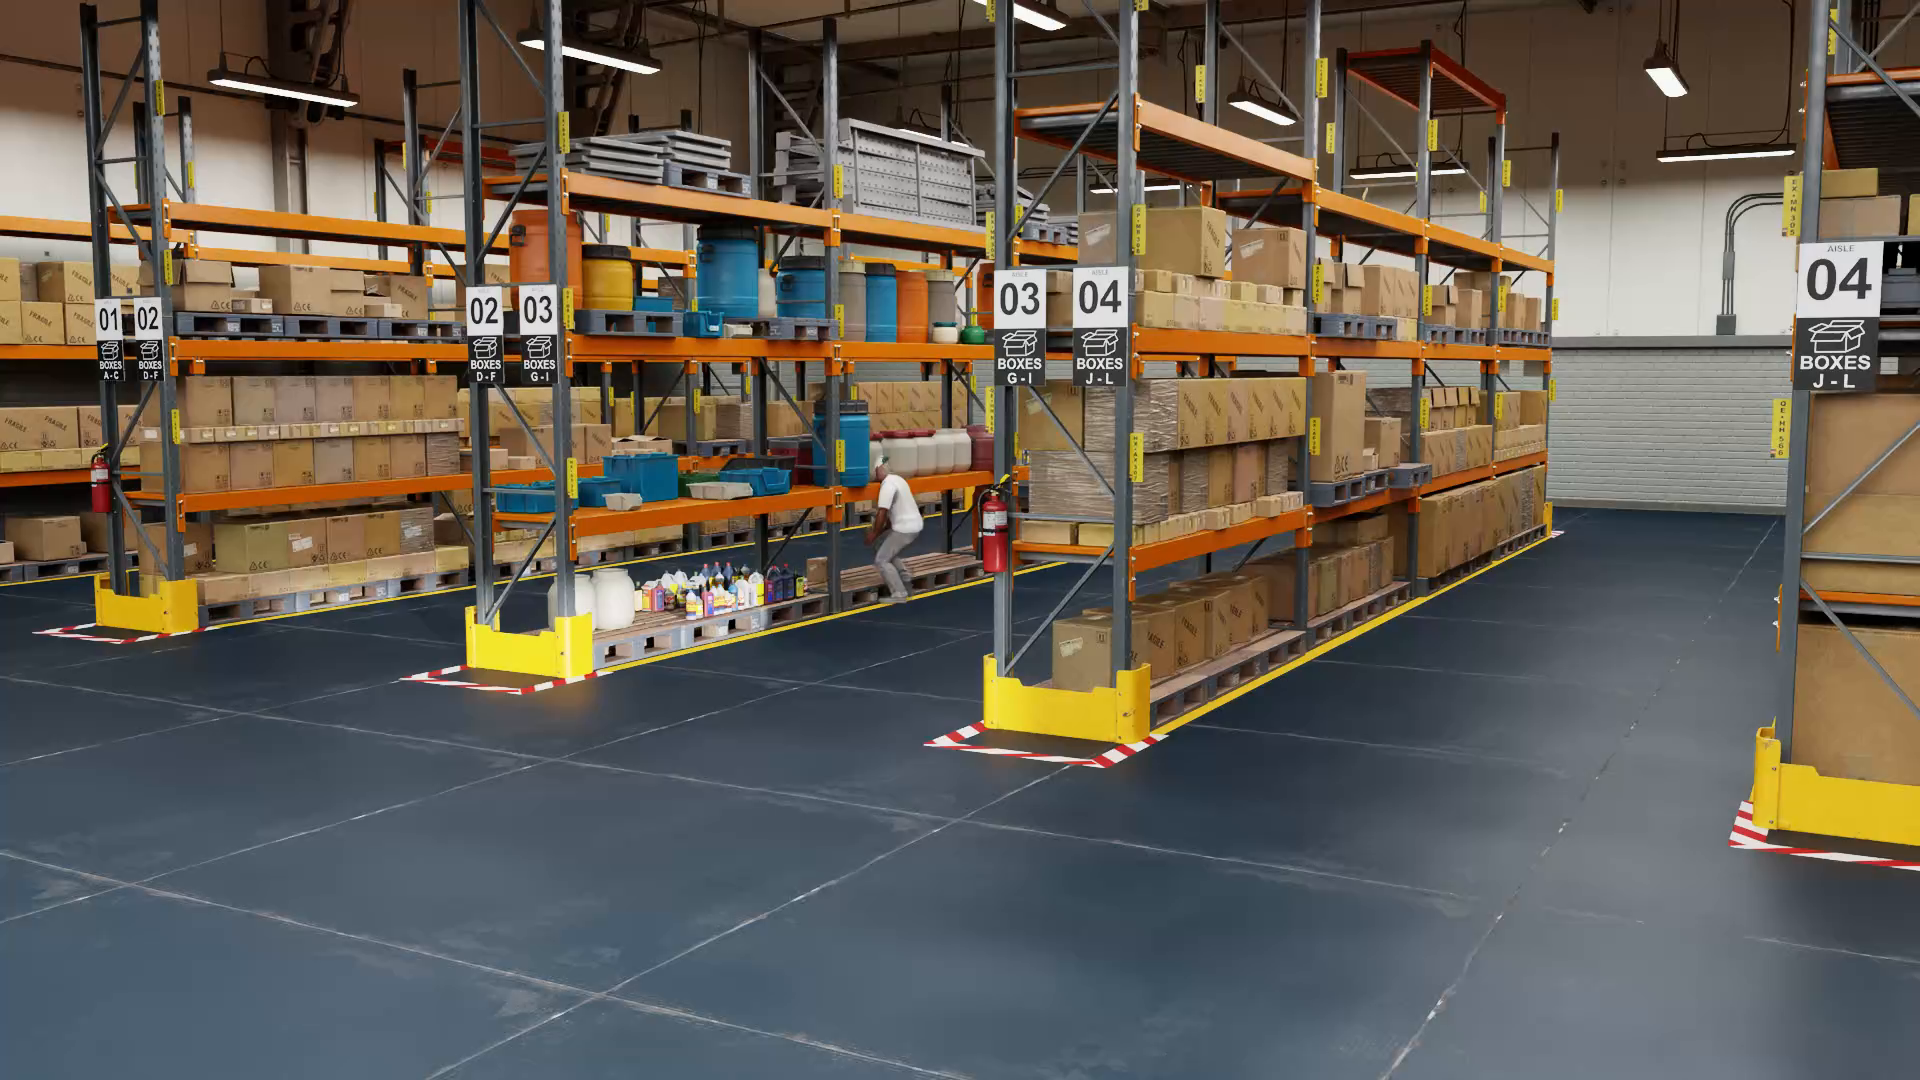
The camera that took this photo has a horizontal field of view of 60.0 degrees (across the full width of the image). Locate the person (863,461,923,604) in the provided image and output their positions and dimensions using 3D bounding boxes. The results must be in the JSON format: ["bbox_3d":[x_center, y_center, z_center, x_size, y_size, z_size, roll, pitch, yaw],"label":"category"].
[{"bbox_3d":[-0.738,-0.101,17.989,0.644,1.560,0.622,1,6,13],"label":"person"}]
